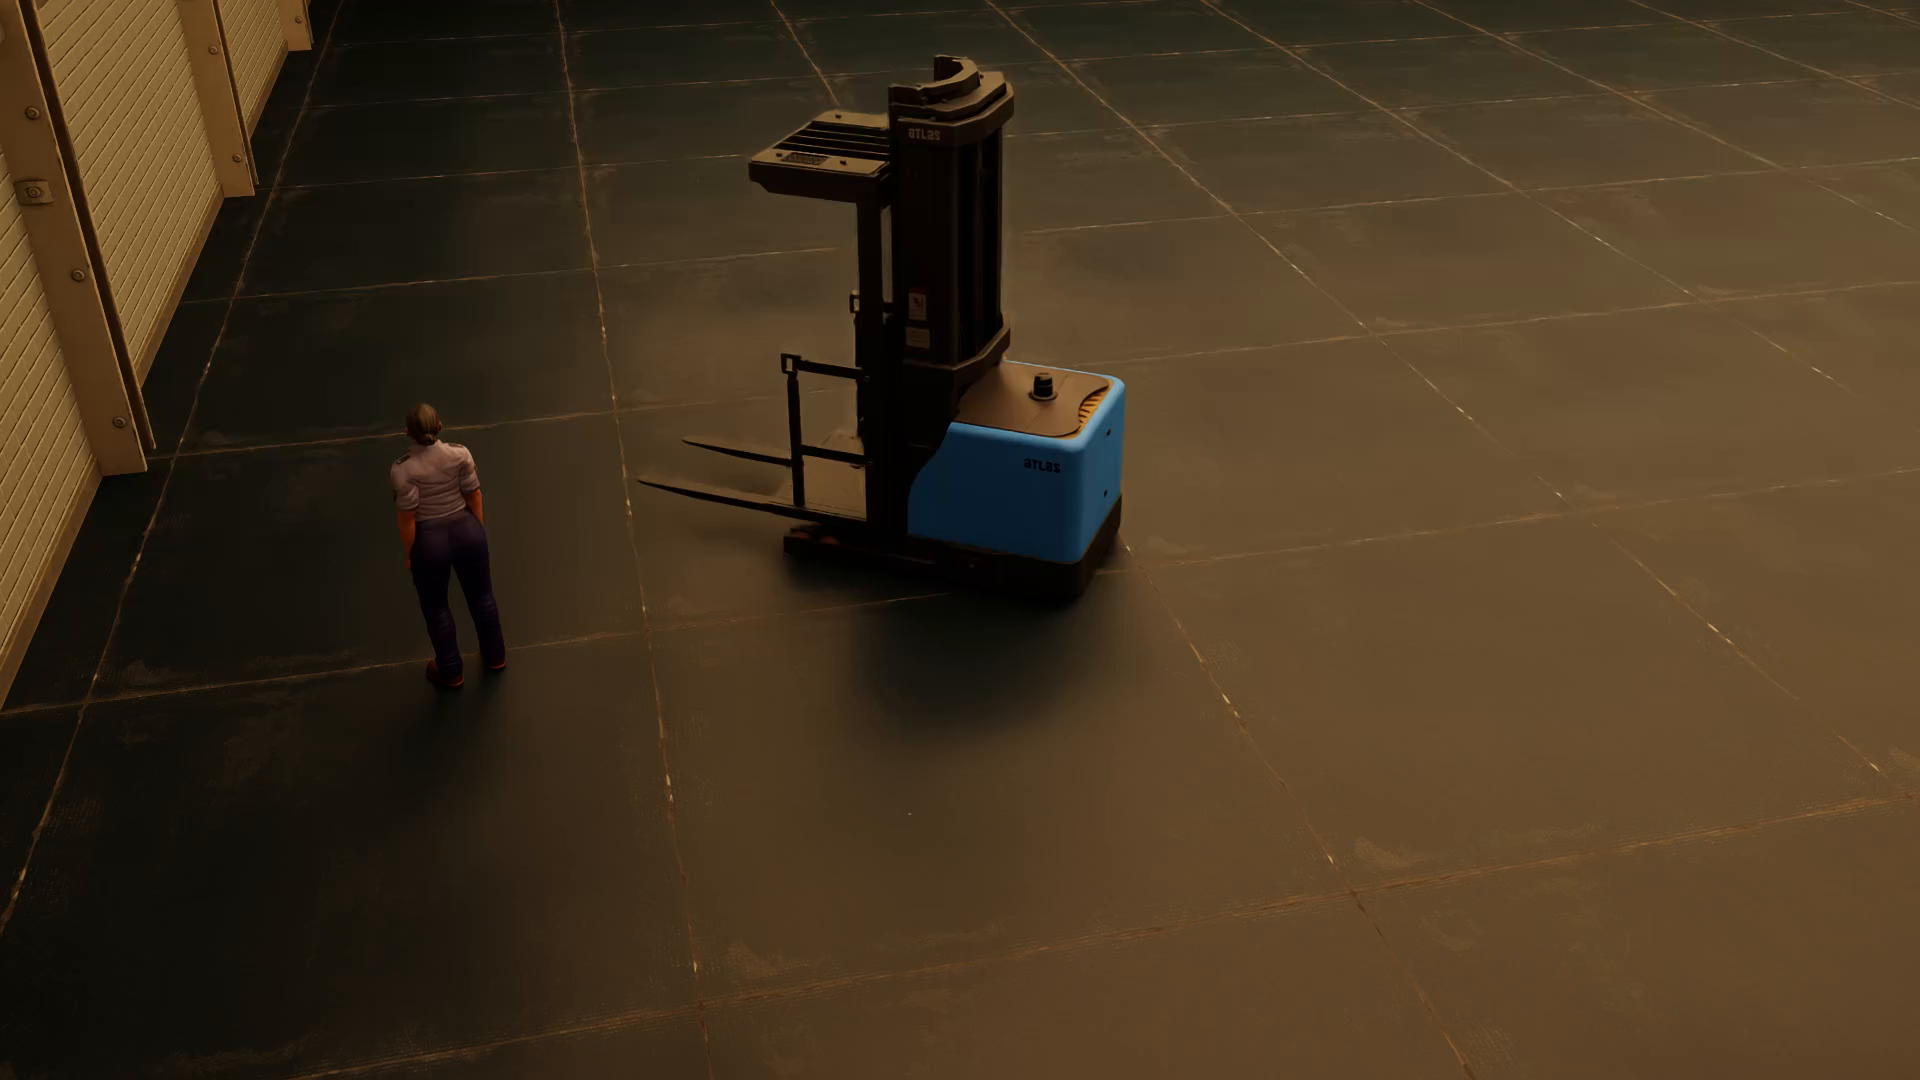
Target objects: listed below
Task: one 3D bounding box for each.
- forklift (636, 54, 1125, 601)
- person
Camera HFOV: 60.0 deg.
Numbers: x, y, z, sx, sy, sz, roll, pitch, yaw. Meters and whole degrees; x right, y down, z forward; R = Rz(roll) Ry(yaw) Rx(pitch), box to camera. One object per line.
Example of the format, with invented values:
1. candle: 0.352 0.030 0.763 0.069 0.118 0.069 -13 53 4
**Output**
1. forklift: -0.560 -1.357 9.919 3.031 2.935 1.130 11 32 18
2. person: -2.732 0.017 8.833 0.485 1.651 0.363 -21 36 -32
